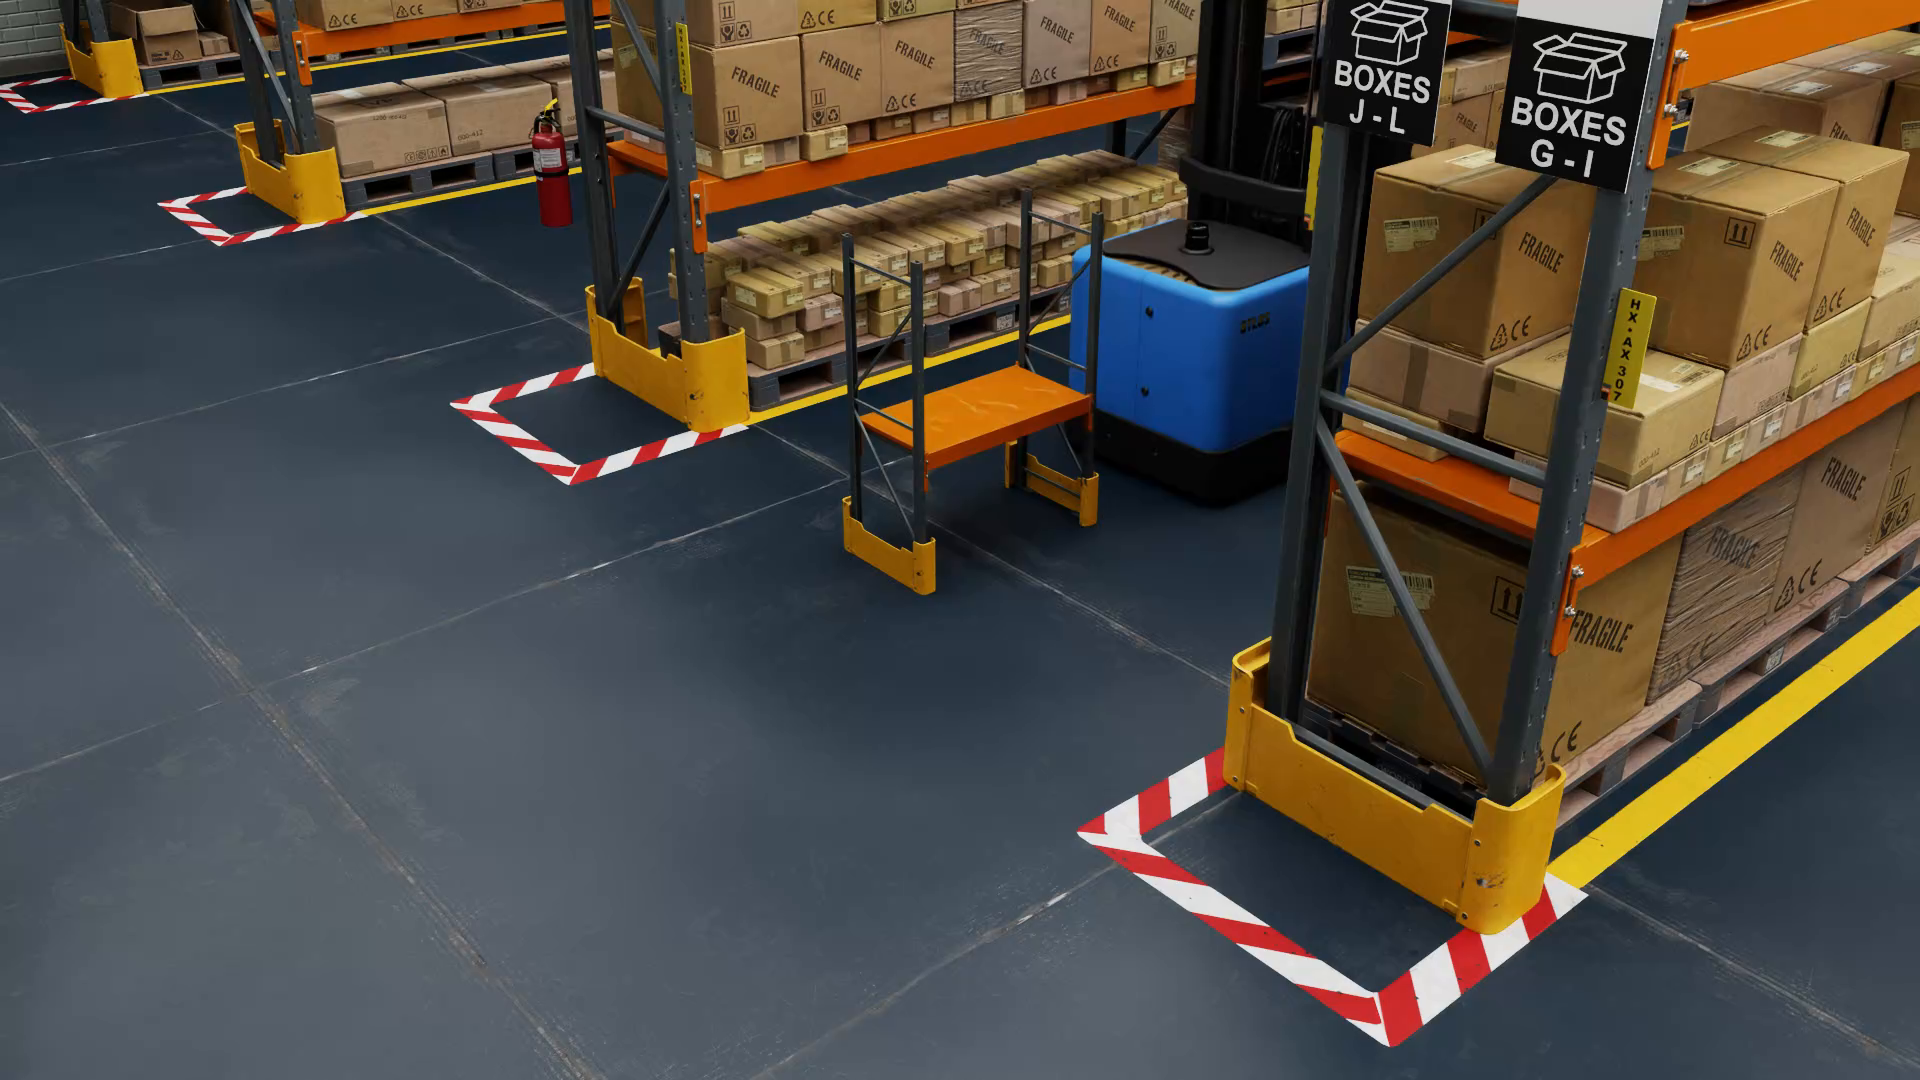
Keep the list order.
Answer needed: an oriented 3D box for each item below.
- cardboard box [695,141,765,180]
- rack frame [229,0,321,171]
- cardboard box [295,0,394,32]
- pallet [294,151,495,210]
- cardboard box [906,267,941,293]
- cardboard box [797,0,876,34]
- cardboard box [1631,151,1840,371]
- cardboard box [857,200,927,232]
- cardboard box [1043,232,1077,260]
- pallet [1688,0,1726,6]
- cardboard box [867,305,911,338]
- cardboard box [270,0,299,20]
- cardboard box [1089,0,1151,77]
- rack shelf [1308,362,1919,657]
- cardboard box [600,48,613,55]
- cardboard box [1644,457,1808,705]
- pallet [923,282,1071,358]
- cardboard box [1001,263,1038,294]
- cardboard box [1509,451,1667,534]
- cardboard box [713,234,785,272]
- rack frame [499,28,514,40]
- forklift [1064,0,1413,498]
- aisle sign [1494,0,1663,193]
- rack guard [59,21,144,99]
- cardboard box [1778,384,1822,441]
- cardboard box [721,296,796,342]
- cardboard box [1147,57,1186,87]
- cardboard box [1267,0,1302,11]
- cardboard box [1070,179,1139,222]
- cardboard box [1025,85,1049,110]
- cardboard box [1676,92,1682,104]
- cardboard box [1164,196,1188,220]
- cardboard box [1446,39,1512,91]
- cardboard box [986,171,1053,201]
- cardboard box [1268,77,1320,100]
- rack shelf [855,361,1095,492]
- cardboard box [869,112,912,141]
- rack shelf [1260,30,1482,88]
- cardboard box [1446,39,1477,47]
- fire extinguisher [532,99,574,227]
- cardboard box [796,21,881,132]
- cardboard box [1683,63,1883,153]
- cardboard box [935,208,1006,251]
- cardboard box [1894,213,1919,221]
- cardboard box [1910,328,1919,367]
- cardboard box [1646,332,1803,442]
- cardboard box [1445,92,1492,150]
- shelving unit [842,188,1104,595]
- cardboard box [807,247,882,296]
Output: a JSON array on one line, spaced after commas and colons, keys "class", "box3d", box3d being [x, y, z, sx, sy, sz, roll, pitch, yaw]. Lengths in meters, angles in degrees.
[{"class": "cardboard box", "box3d": [-1.216, -1.985, 8.548, 0.250, 0.149, 0.380, -22, 35, -35]}, {"class": "rack frame", "box3d": [-4.965, -3.858, 11.787, 0.127, 3.000, 1.000, -22, 35, -35]}, {"class": "cardboard box", "box3d": [-4.414, -3.946, 11.846, 0.500, 0.500, 0.500, -22, 35, -35]}, {"class": "pallet", "box3d": [-4.408, -2.901, 12.954, 1.213, 0.211, 1.003, -22, 35, -35]}, {"class": "cardboard box", "box3d": [-0.331, -1.566, 9.762, 0.250, 0.149, 0.380, -24, 36, -37]}, {"class": "cardboard box", "box3d": [-0.782, -2.929, 8.566, 0.500, 0.500, 0.500, -21, 34, -34]}, {"class": "cardboard box", "box3d": [2.388, -0.904, 5.306, 0.500, 0.500, 0.500, -23, 36, -36]}, {"class": "cardboard box", "box3d": [-0.415, -1.938, 10.142, 0.250, 0.149, 0.380, -23, 36, -36]}, {"class": "cardboard box", "box3d": [0.509, -1.885, 10.357, 0.250, 0.149, 0.380, -21, 35, -34]}, {"class": "pallet", "box3d": [2.025, -1.819, 4.883, 1.213, 0.211, 1.003, -22, 35, -35]}, {"class": "cardboard box", "box3d": [-0.473, -1.314, 9.606, 0.250, 0.149, 0.380, -21, 35, -34]}, {"class": "cardboard box", "box3d": [-4.770, -4.145, 12.217, 0.500, 0.500, 0.500, -22, 35, -35]}, {"class": "cardboard box", "box3d": [0.787, -3.105, 9.957, 0.500, 0.500, 0.500, -23, 36, -36]}, {"class": "rack shelf", "box3d": [2.989, -0.599, 6.452, 4.000, 0.370, 1.077, -22, 35, -35]}, {"class": "cardboard box", "box3d": [-2.469, -3.983, 14.294, 0.875, 0.438, 0.875, -22, 35, -36]}, {"class": "cardboard box", "box3d": [2.594, -0.056, 6.481, 0.875, 0.875, 0.875, -22, 35, -35]}, {"class": "pallet", "box3d": [-0.049, -1.515, 10.360, 1.213, 0.211, 1.003, -22, 35, -35]}, {"class": "cardboard box", "box3d": [0.261, -1.651, 10.237, 0.250, 0.149, 0.380, -21, 35, -34]}, {"class": "cardboard box", "box3d": [1.951, -0.184, 5.179, 0.250, 0.149, 0.380, -21, 35, -34]}, {"class": "cardboard box", "box3d": [-1.209, -1.614, 9.535, 0.250, 0.149, 0.380, -21, 35, -34]}, {"class": "rack frame", "box3d": [-5.147, -6.860, 17.405, 0.127, 3.000, 1.000, -22, 35, -35]}, {"class": "forklift", "box3d": [1.961, -2.074, 8.521, 3.031, 2.935, 1.130, -24, 36, -37]}, {"class": "aisle sign", "box3d": [1.607, -1.322, 4.283, 0.004, 0.787, 0.394, -22, 35, -35]}, {"class": "rack guard", "box3d": [-8.132, -4.558, 15.748, 0.348, 0.500, 1.175, -22, 35, -35]}, {"class": "cardboard box", "box3d": [2.732, -0.499, 5.768, 0.250, 0.149, 0.380, -23, 36, -36]}, {"class": "cardboard box", "box3d": [-1.110, -1.241, 9.154, 0.250, 0.149, 0.380, -20, 34, -33]}, {"class": "cardboard box", "box3d": [1.177, -2.938, 10.331, 0.250, 0.149, 0.380, -23, 36, -36]}, {"class": "cardboard box", "box3d": [1.966, -3.499, 10.620, 0.250, 0.149, 0.380, -21, 35, -34]}, {"class": "cardboard box", "box3d": [0.913, -2.155, 10.548, 0.250, 0.149, 0.380, -22, 35, -35]}, {"class": "cardboard box", "box3d": [0.307, -2.655, 9.802, 0.250, 0.149, 0.380, -23, 35, -36]}, {"class": "cardboard box", "box3d": [5.595, -4.177, 14.325, 0.750, 0.750, 1.050, -21, 35, -34]}, {"class": "cardboard box", "box3d": [1.334, -2.187, 10.923, 0.250, 0.149, 0.380, -21, 35, -34]}, {"class": "cardboard box", "box3d": [4.061, -3.672, 12.849, 0.500, 0.250, 0.500, -23, 36, -36]}, {"class": "cardboard box", "box3d": [0.379, -2.251, 10.728, 0.250, 0.149, 0.380, -23, 36, -36]}, {"class": "cardboard box", "box3d": [2.505, -3.046, 11.679, 0.500, 0.250, 0.500, -21, 34, -34]}, {"class": "rack shelf", "box3d": [0.065, -0.529, 7.530, 1.000, 0.185, 0.538, -22, 35, -35]}, {"class": "cardboard box", "box3d": [-0.479, -2.343, 9.219, 0.250, 0.149, 0.380, -22, 35, -35]}, {"class": "rack shelf", "box3d": [2.889, -3.632, 12.128, 4.000, 0.370, 1.077, -22, 35, -35]}, {"class": "cardboard box", "box3d": [3.729, -3.851, 13.184, 0.500, 0.250, 0.500, -24, 36, -37]}, {"class": "fire extinguisher", "box3d": [-2.166, -2.004, 8.795, 0.183, 0.674, 0.296, -22, 35, -35]}, {"class": "cardboard box", "box3d": [-0.764, -2.501, 8.825, 0.500, 0.500, 0.500, -22, 35, -35]}, {"class": "cardboard box", "box3d": [3.207, -1.561, 6.536, 0.500, 0.500, 0.500, -23, 36, -36]}, {"class": "cardboard box", "box3d": [0.061, -1.864, 10.003, 0.250, 0.149, 0.380, -22, 35, -35]}, {"class": "cardboard box", "box3d": [3.952, -1.205, 6.666, 0.500, 0.250, 0.500, -21, 34, -33]}, {"class": "cardboard box", "box3d": [3.513, -0.814, 6.357, 0.250, 0.149, 0.380, -23, 35, -36]}, {"class": "cardboard box", "box3d": [2.399, -0.581, 5.499, 0.500, 0.250, 0.500, -22, 35, -35]}, {"class": "cardboard box", "box3d": [3.682, -3.192, 12.746, 0.500, 0.500, 0.500, -20, 34, -33]}, {"class": "shelving unit", "box3d": [0.058, -0.685, 7.440, 1.083, 1.500, 0.587, -22, 35, -35]}, {"class": "cardboard box", "box3d": [-0.650, -1.502, 9.325, 0.250, 0.149, 0.380, -22, 35, -35]}]
